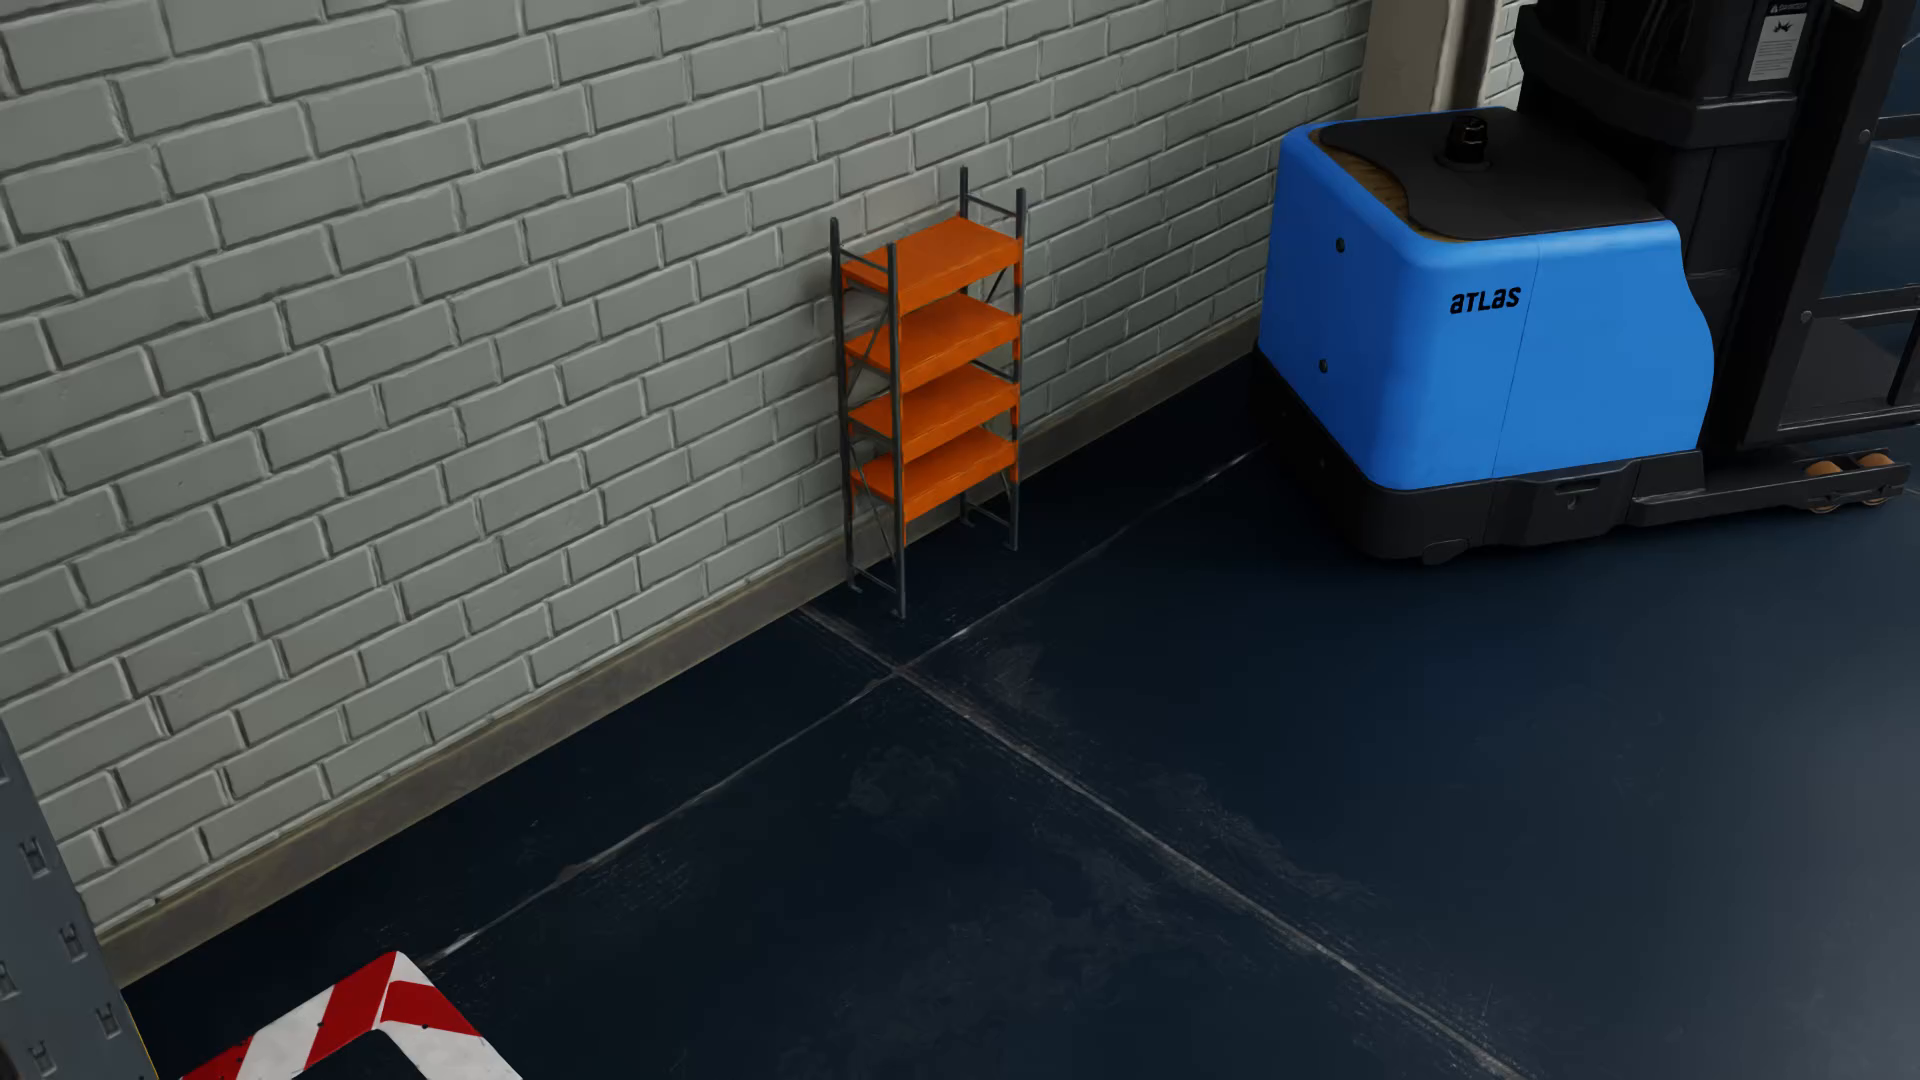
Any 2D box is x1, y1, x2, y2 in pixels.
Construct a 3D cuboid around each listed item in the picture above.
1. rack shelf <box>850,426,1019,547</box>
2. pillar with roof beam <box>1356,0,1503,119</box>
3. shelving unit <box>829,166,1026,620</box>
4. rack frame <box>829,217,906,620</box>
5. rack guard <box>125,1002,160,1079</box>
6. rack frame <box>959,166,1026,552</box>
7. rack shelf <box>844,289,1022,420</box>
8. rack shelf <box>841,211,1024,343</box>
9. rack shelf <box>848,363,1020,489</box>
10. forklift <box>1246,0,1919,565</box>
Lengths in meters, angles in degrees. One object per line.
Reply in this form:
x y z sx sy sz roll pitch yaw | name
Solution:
-0.081 -0.187 4.934 0.258 0.148 0.480 29 44 35 | rack shelf
4.770 -2.927 1.580 9.100 9.000 0.400 30 45 35 | pillar with roof beam
-0.081 -0.406 4.782 0.258 1.200 0.503 29 44 35 | shelving unit
-0.252 -0.306 4.639 0.240 1.200 0.015 29 44 35 | rack frame
-1.366 1.331 2.905 1.175 0.500 0.348 30 45 35 | rack guard
0.089 -0.506 4.926 0.240 1.200 0.015 29 44 35 | rack frame
-0.081 -0.534 4.693 0.258 0.148 0.480 29 44 35 | rack shelf
-0.082 -0.728 4.558 0.258 0.148 0.480 29 44 35 | rack shelf
-0.081 -0.350 4.821 0.258 0.148 0.480 29 44 35 | rack shelf
2.572 -1.573 4.943 3.031 2.935 1.130 -8 36 -12 | forklift
